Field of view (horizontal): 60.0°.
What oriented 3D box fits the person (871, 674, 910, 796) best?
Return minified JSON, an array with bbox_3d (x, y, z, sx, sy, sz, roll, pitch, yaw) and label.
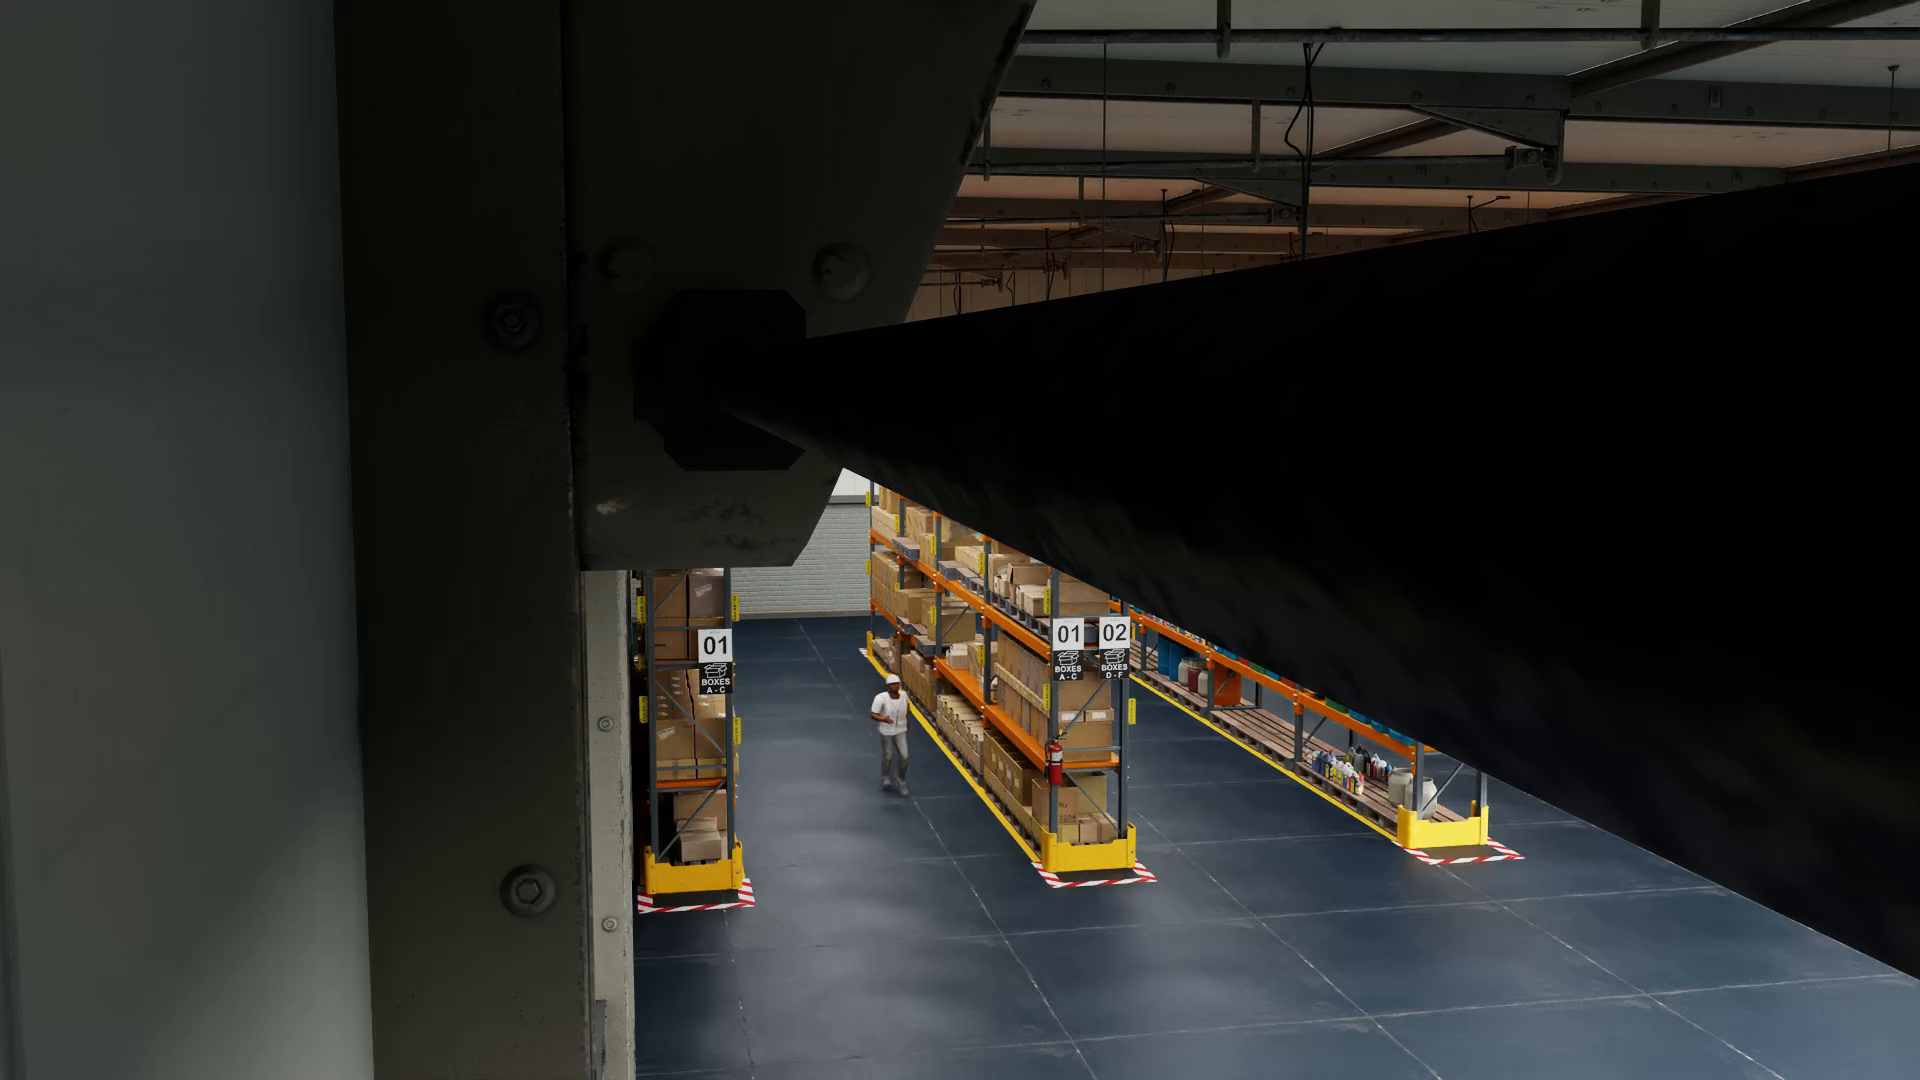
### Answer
[{"bbox_3d":[-1.005,2.891,24.712,0.680,1.824,0.759,-2,6,-19],"label":"person"}]
